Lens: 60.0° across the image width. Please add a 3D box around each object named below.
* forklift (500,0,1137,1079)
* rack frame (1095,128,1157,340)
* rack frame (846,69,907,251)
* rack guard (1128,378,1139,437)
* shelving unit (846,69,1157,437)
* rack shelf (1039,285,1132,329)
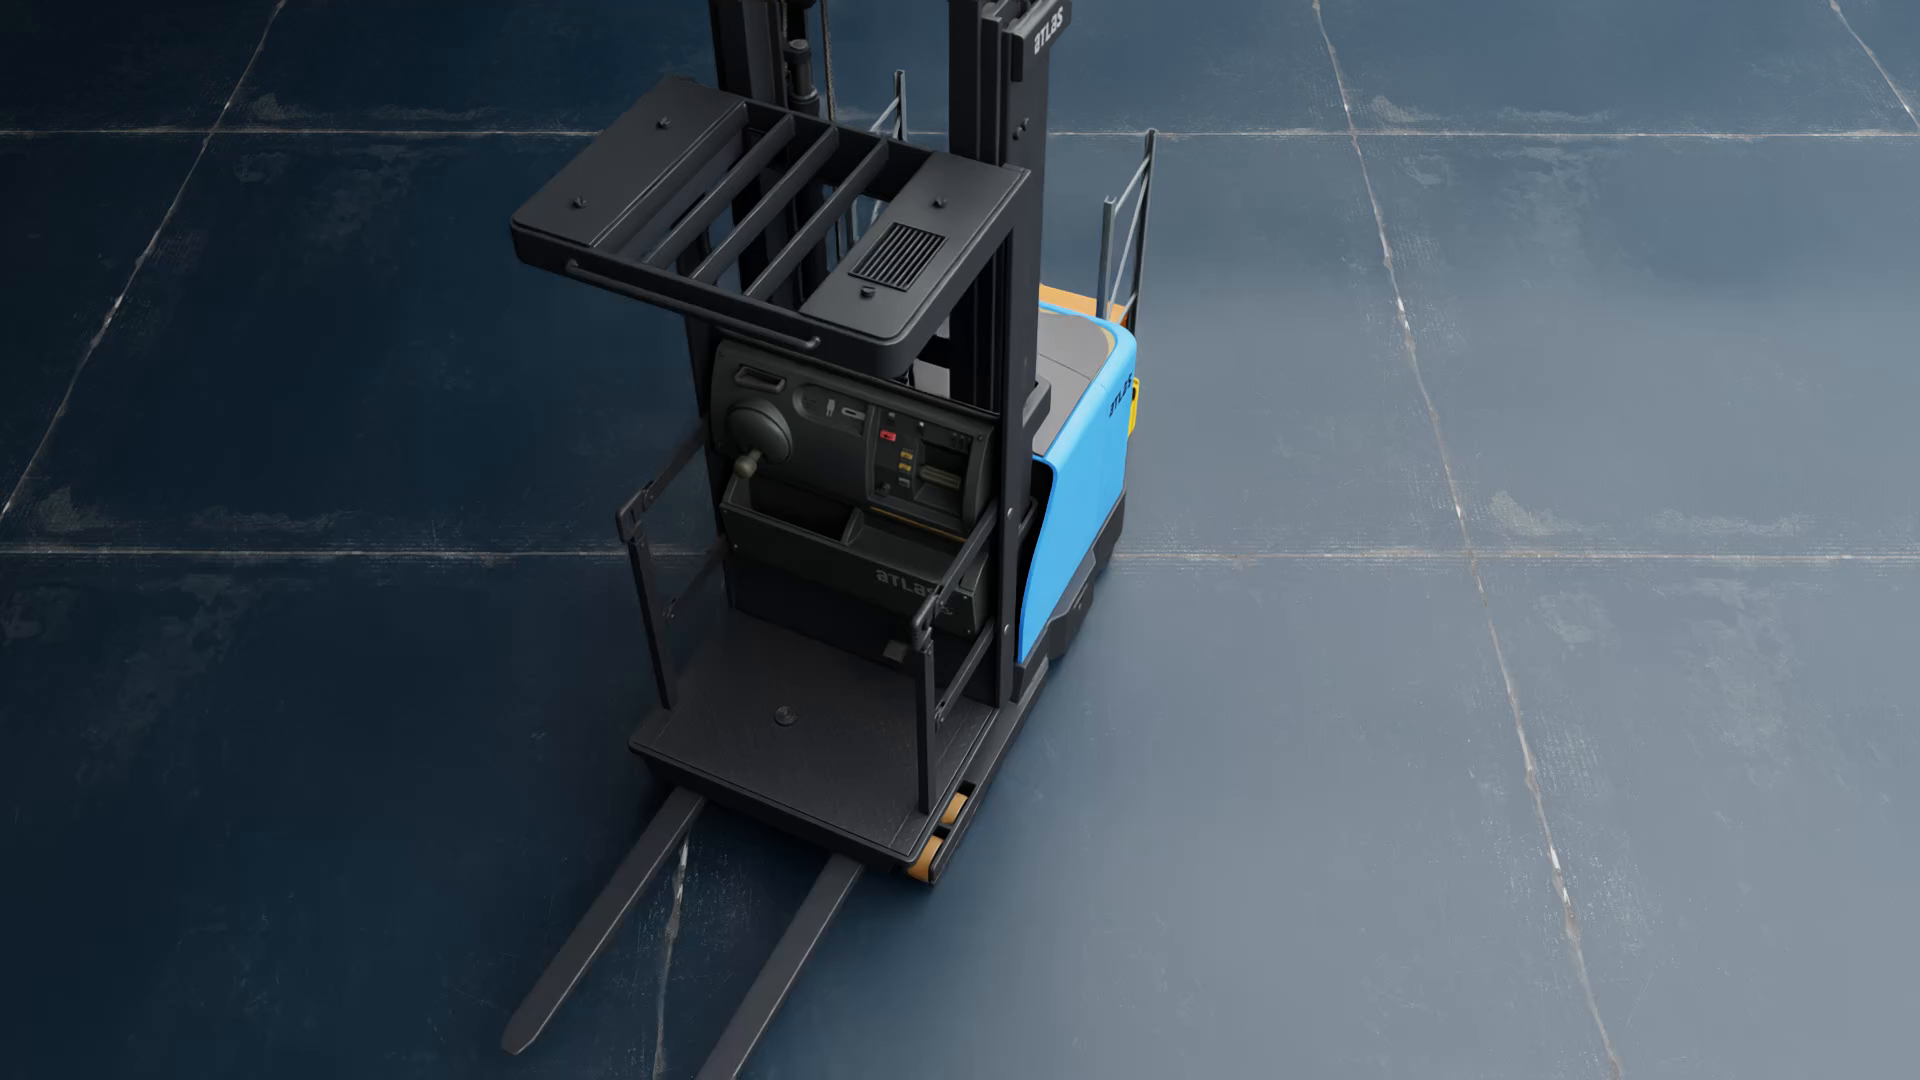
[{"bbox_3d":[-0.437,-0.208,4.941,1.130,2.935,3.031,19,50,17],"label":"forklift"},{"bbox_3d":[0.613,-0.832,6.500,0.032,1.500,0.500,17,49,15],"label":"rack frame"},{"bbox_3d":[-0.322,-1.124,6.772,0.032,1.500,0.500,17,49,15],"label":"rack frame"},{"bbox_3d":[0.612,-0.407,6.958,0.087,0.250,0.587,17,49,15],"label":"rack guard"},{"bbox_3d":[0.154,-0.976,6.633,1.083,1.500,0.587,17,49,15],"label":"shelving unit"},{"bbox_3d":[0.146,-0.856,6.767,1.000,0.185,0.538,17,49,15],"label":"rack shelf"}]
